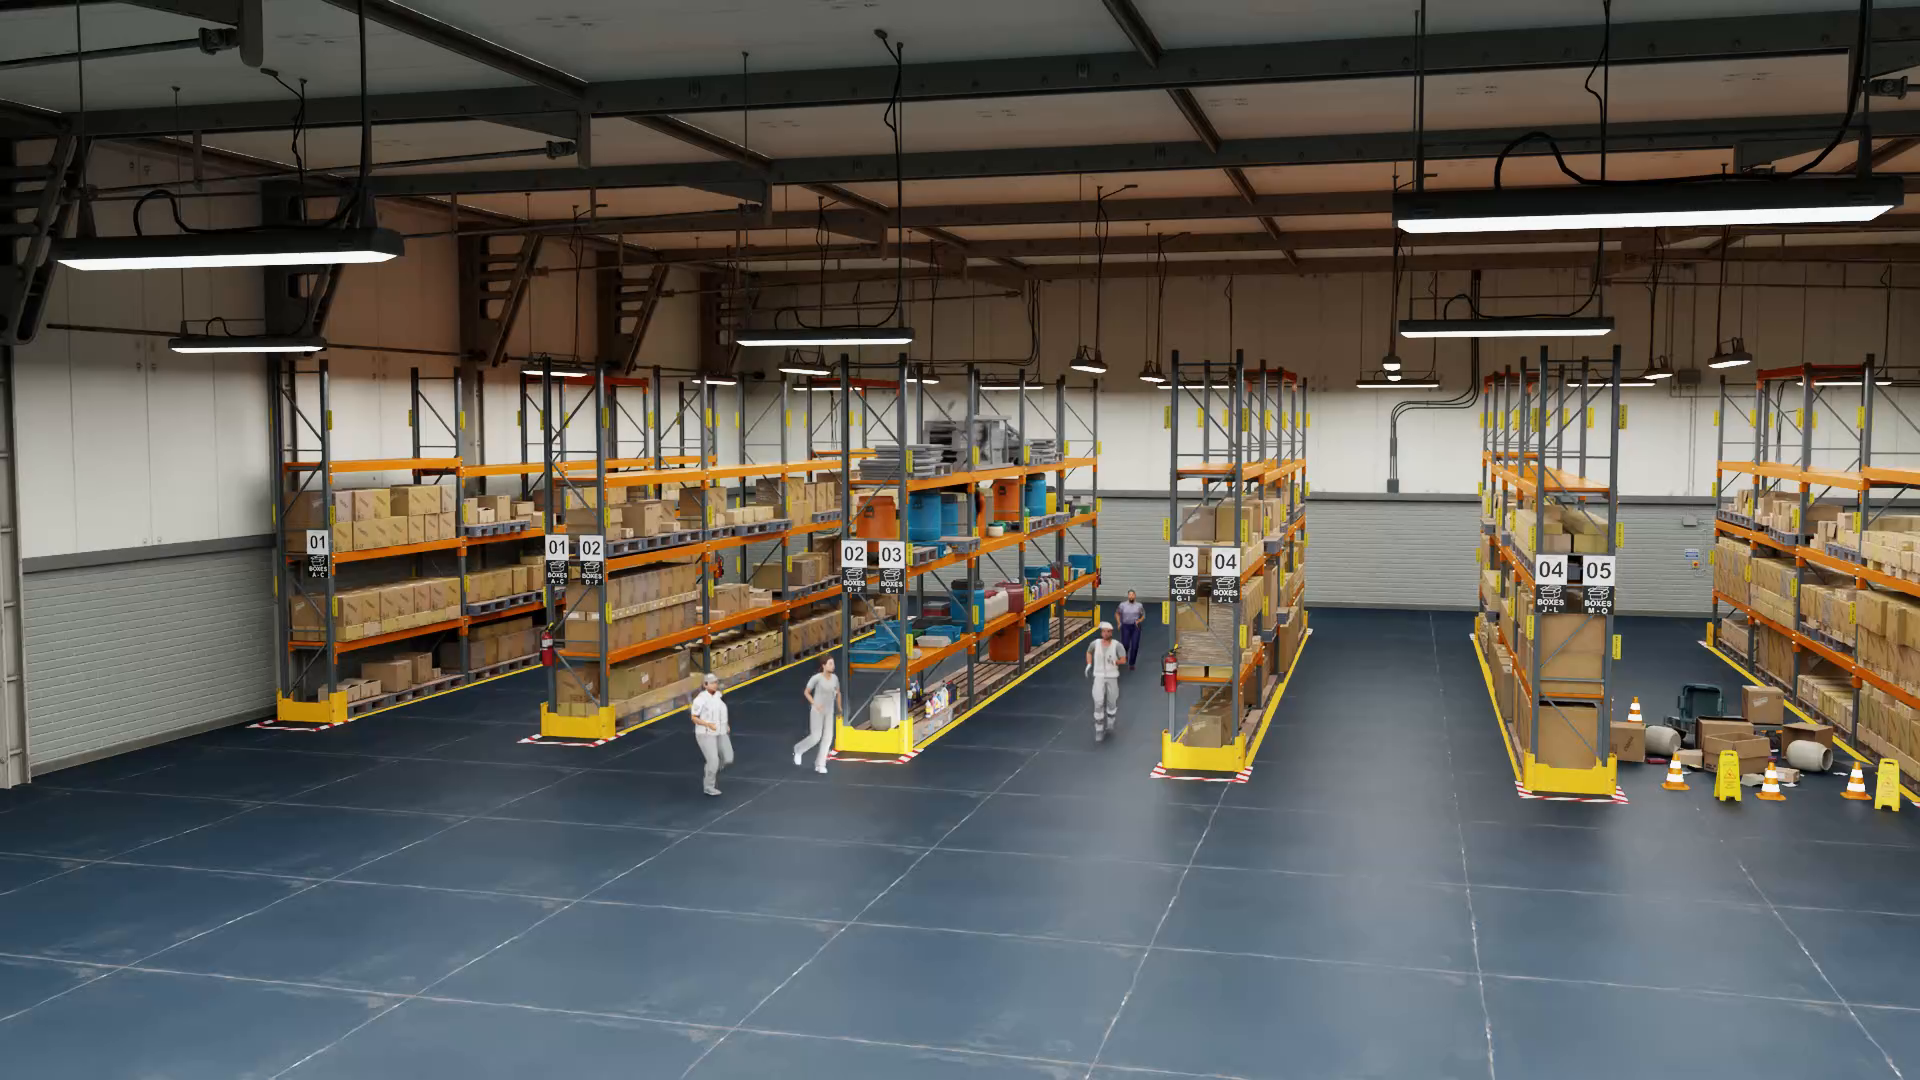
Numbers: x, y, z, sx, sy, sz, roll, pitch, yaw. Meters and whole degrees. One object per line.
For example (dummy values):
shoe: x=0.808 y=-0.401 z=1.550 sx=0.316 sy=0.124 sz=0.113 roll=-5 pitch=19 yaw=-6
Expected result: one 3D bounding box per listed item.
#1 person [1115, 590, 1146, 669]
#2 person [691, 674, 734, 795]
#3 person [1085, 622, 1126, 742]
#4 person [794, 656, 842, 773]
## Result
person: x=3.429 y=1.803 z=33.391 sx=0.603 sy=1.603 sz=0.542 roll=0 pitch=4 yaw=2
person: x=-3.309 y=2.593 z=22.254 sx=0.568 sy=1.618 sz=0.602 roll=4 pitch=6 yaw=42
person: x=2.297 y=2.209 z=26.235 sx=0.652 sy=1.838 sz=0.836 roll=0 pitch=4 yaw=6
person: x=-1.961 y=2.468 z=23.837 sx=0.638 sy=1.627 sz=0.766 roll=-3 pitch=5 yaw=-38
